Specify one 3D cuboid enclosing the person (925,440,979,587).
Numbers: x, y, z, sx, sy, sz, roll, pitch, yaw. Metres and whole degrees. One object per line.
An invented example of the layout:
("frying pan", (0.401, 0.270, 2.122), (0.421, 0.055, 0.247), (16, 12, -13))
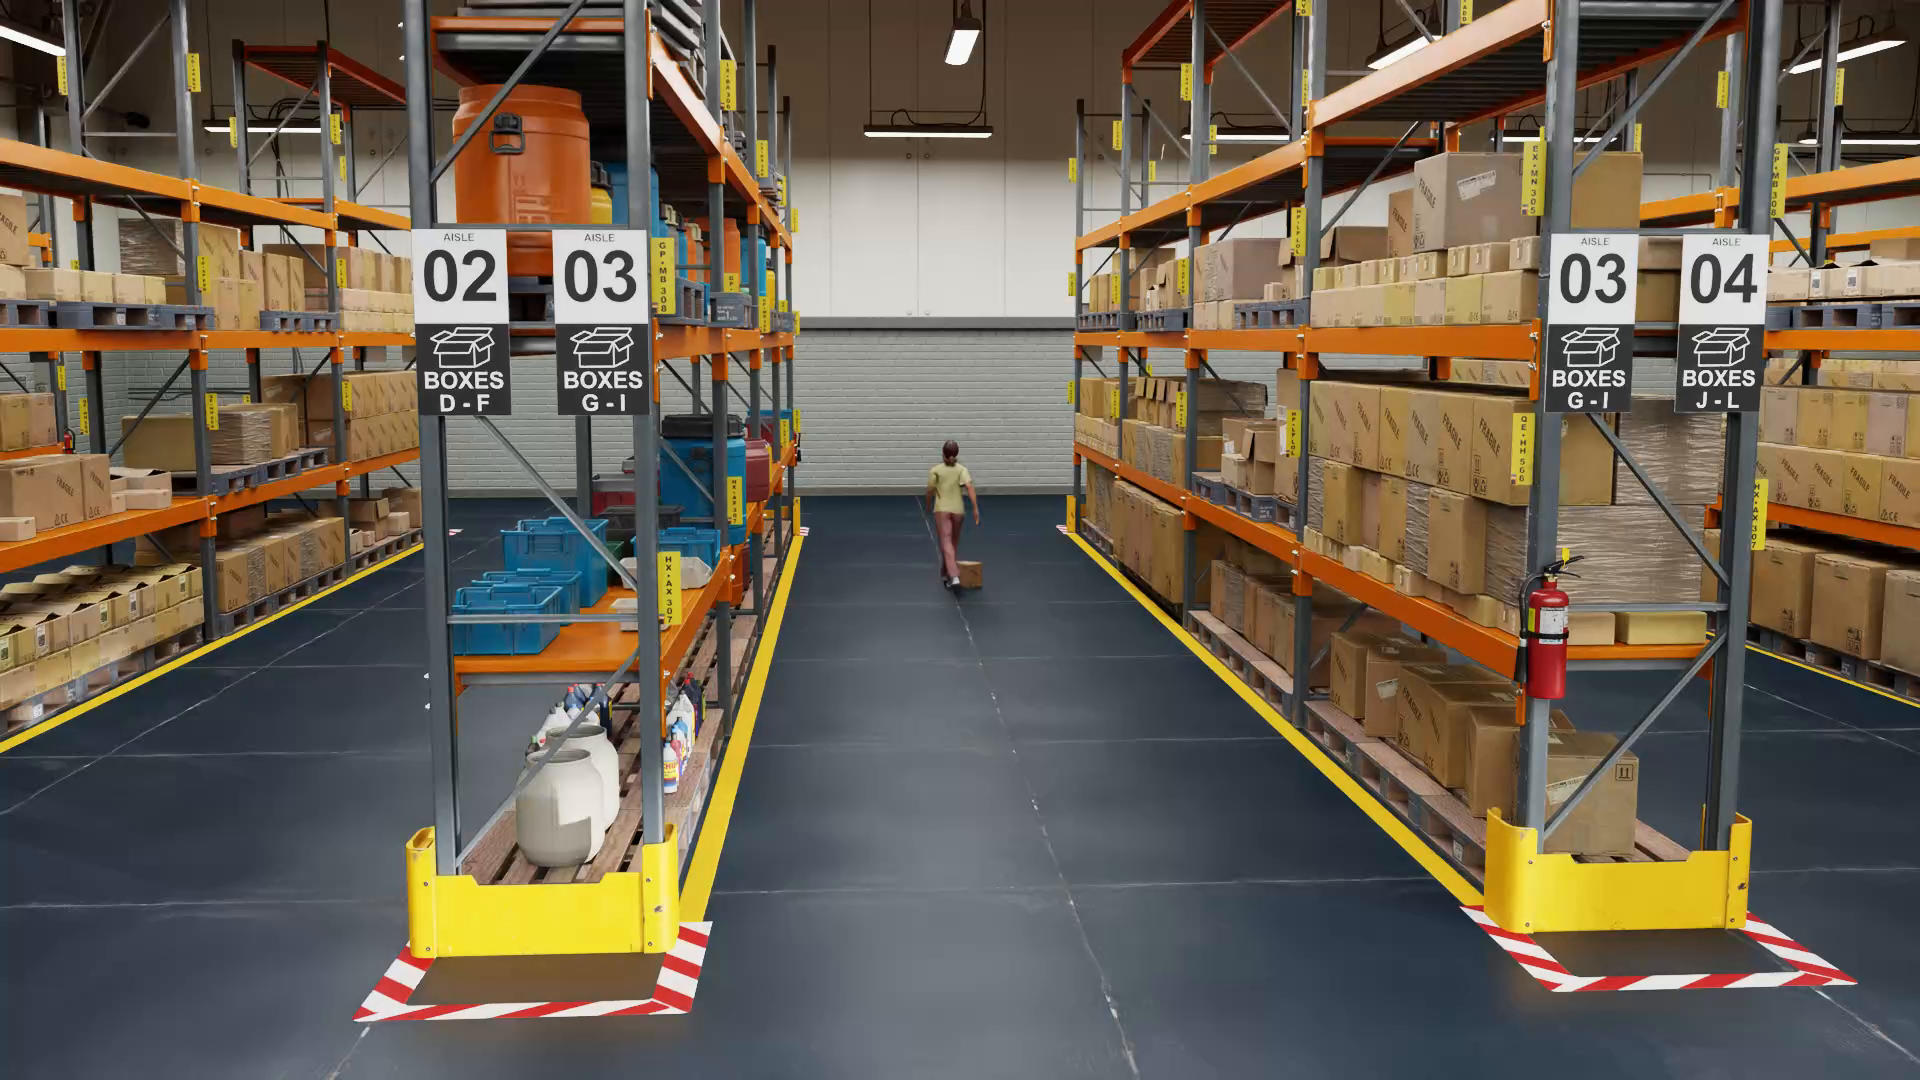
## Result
("person", (-0.099, -0.290, 18.286), (0.542, 1.605, 1.110), (-2, 7, -14))
